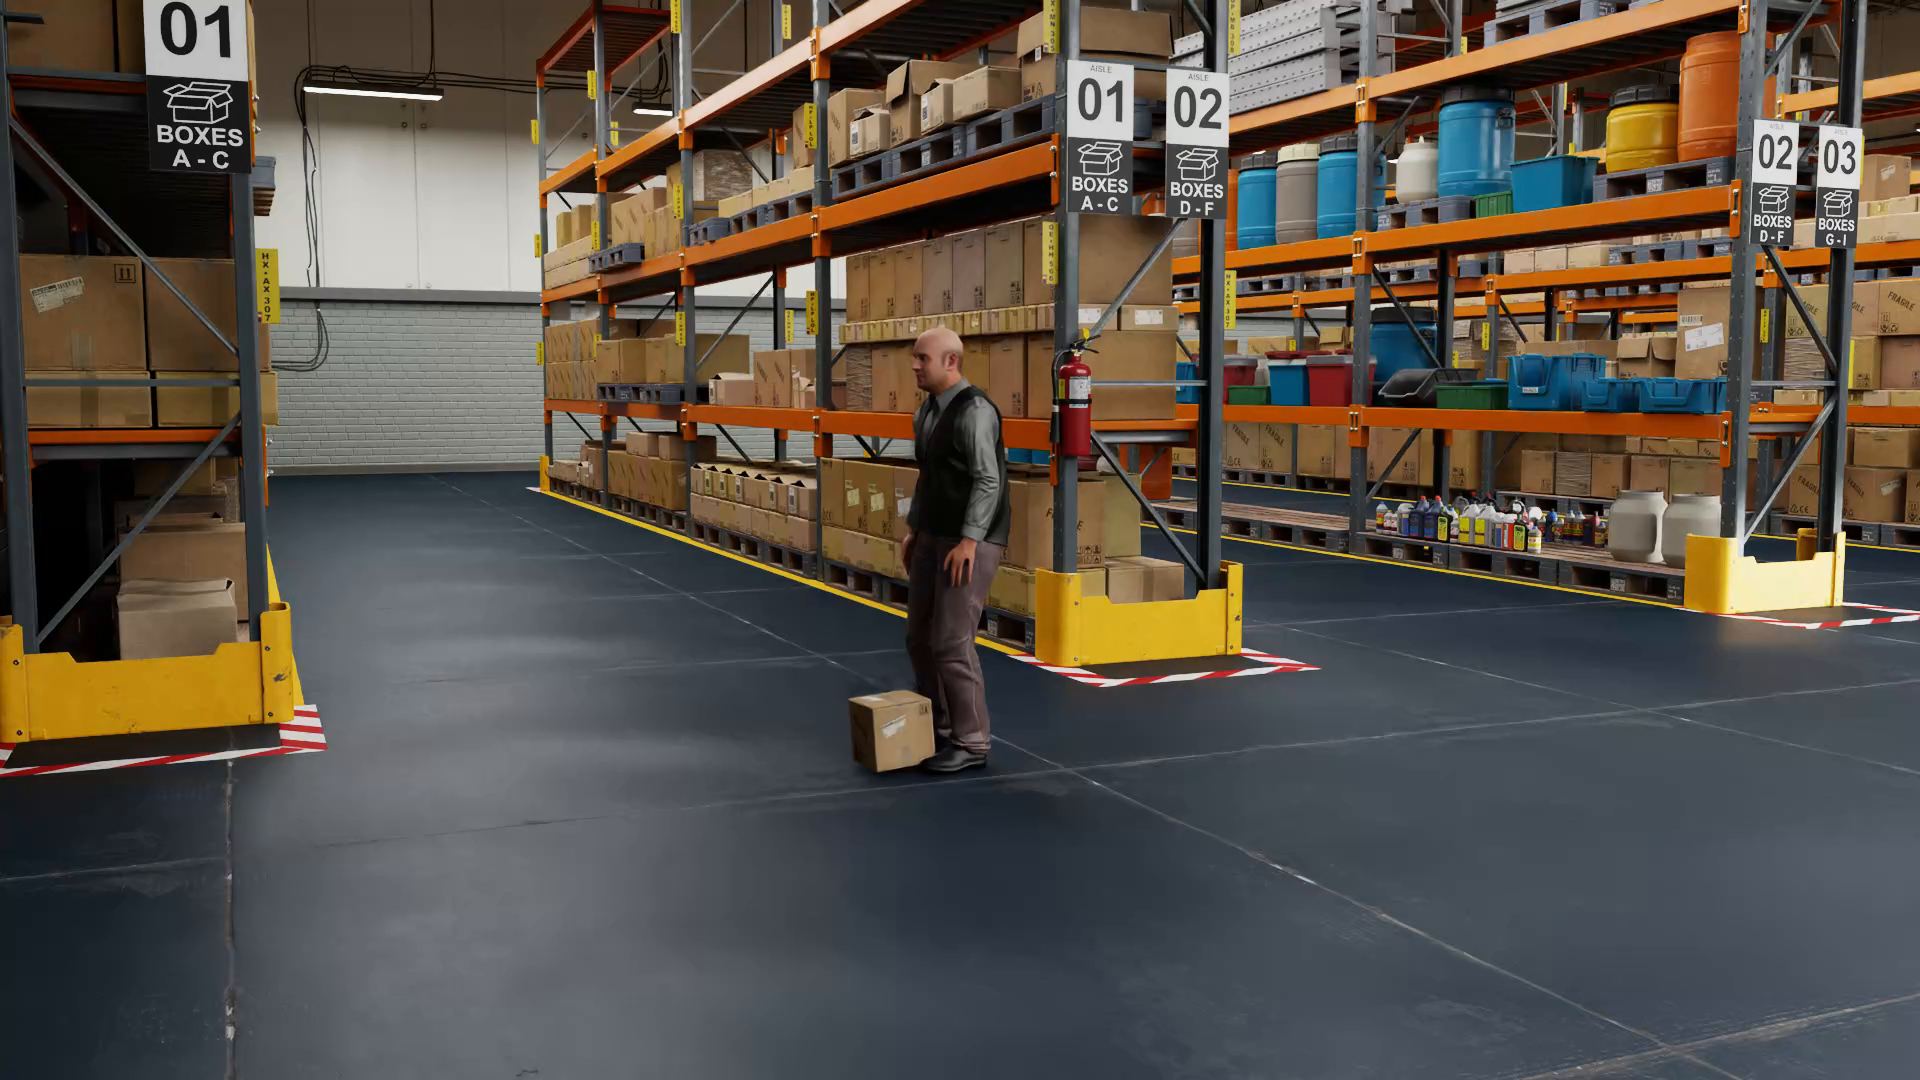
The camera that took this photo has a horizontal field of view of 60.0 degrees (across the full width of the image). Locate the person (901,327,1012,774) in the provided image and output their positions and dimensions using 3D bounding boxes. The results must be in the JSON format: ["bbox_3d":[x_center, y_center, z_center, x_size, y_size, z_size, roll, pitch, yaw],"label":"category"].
[{"bbox_3d":[-0.024,0.030,6.558,0.420,1.722,0.569,-3,6,-26],"label":"person"}]
